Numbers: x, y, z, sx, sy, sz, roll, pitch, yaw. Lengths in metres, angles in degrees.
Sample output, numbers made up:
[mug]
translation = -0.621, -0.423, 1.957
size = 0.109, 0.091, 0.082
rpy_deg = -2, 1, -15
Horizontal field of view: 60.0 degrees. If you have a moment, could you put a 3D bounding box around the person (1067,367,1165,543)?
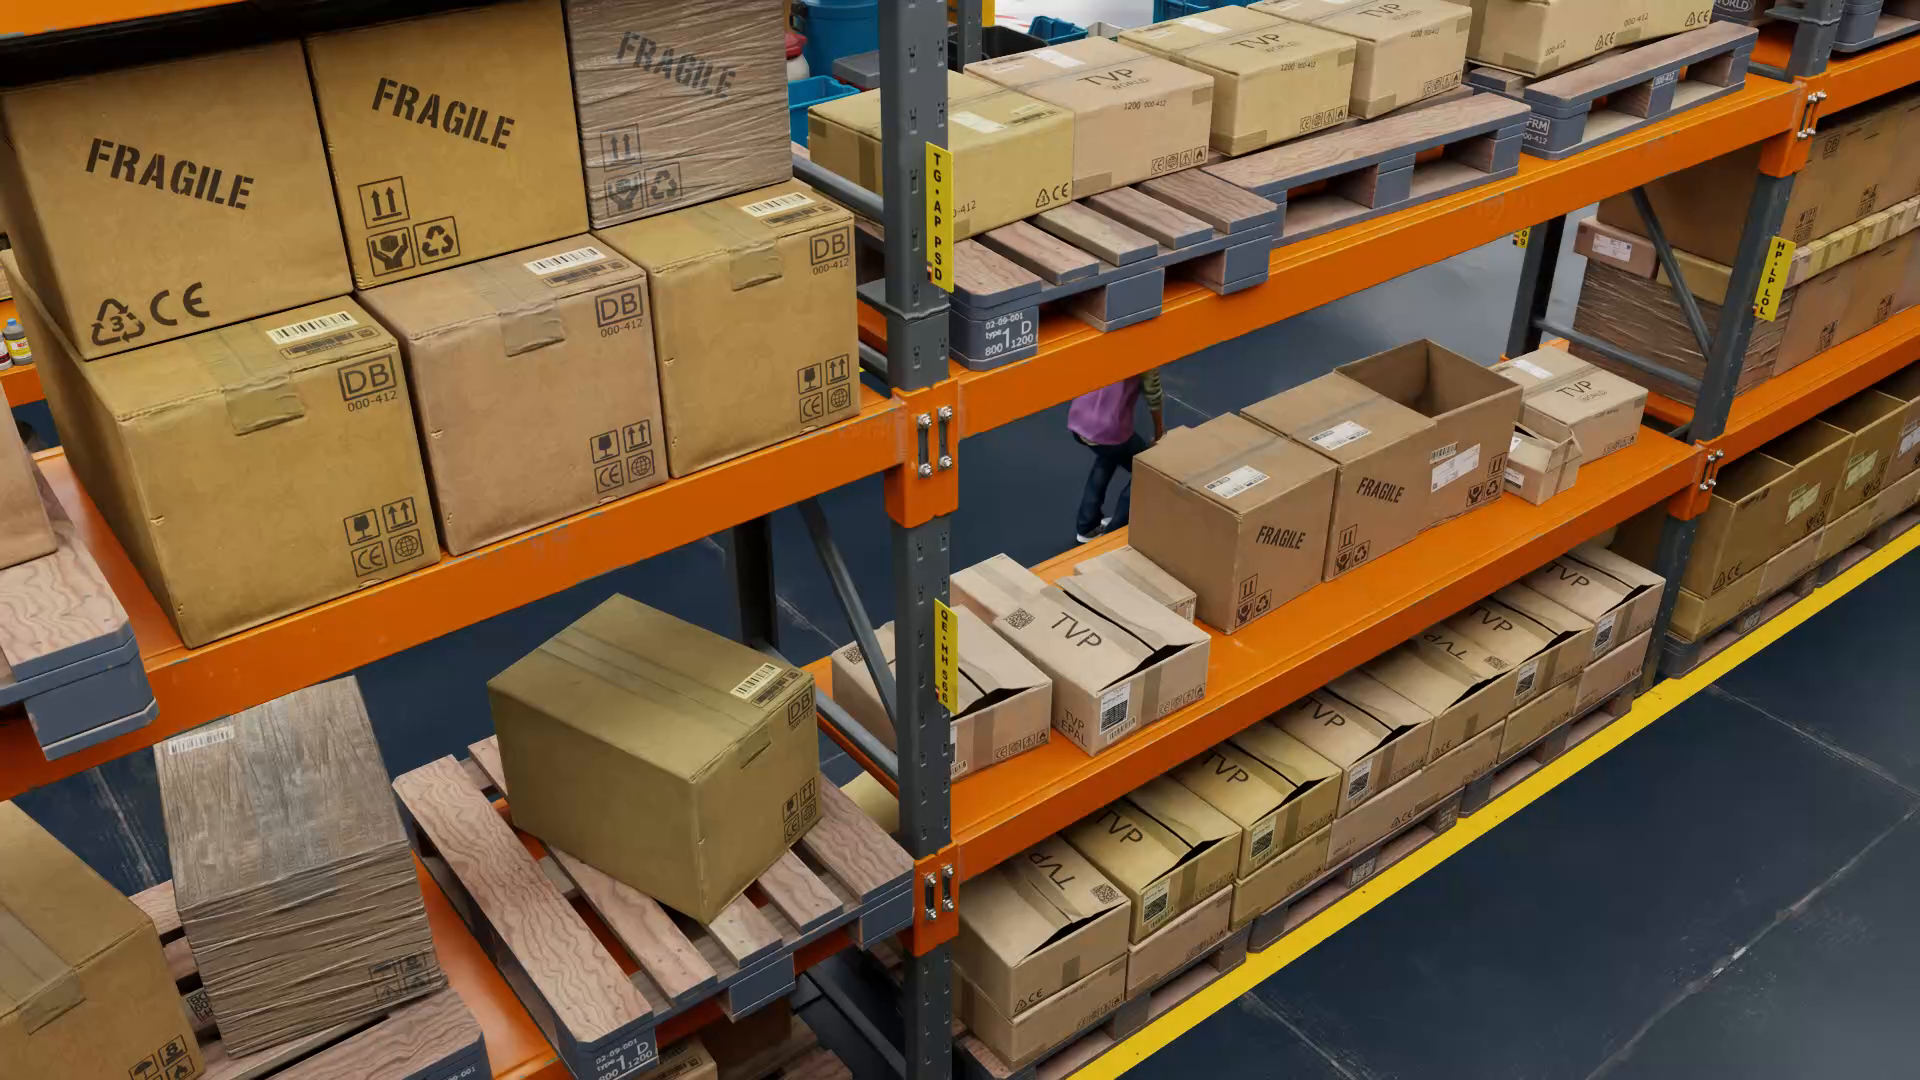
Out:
[person]
translation = 0.774, -0.589, 8.253
size = 0.560, 1.408, 0.456
rpy_deg = -22, 39, -31
